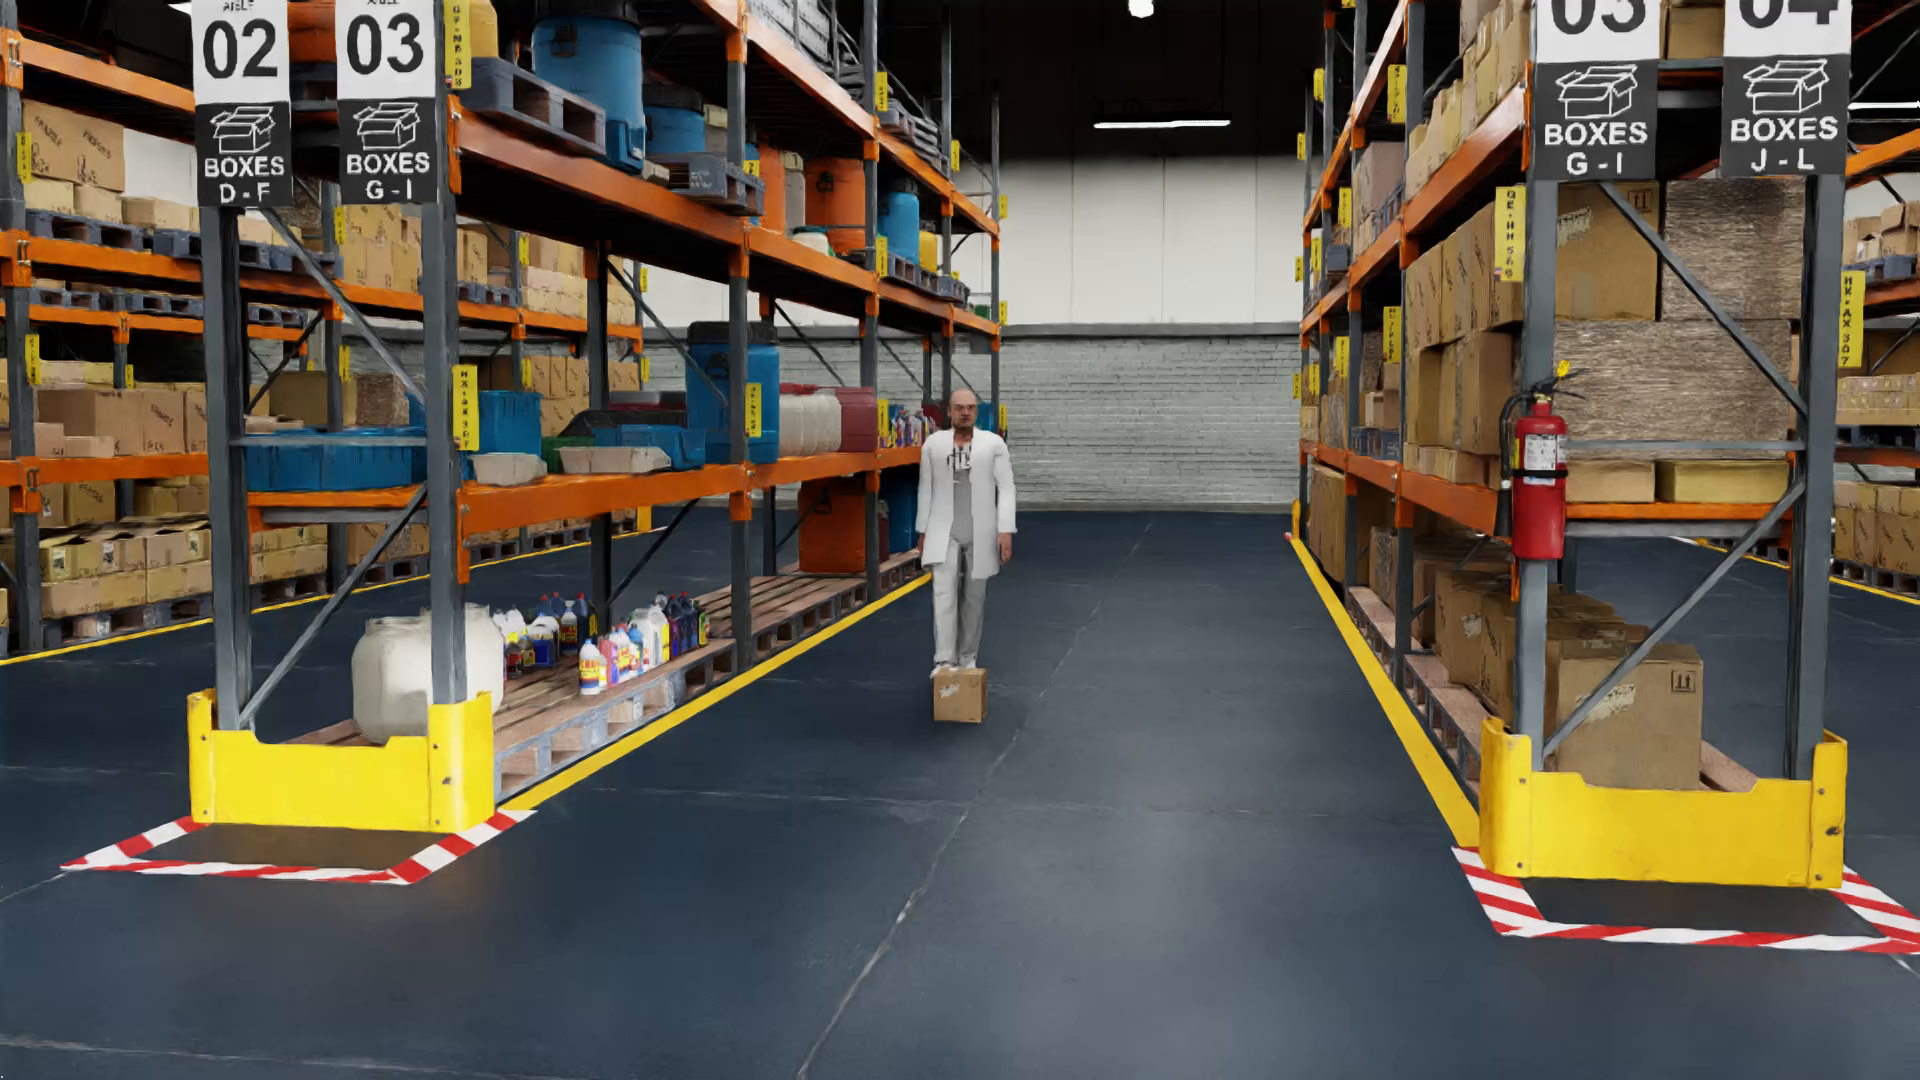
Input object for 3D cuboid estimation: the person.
[{"bbox_3d":[0.032,-0.035,9.925,0.610,1.737,0.925,0,4,-1],"label":"person"}]
